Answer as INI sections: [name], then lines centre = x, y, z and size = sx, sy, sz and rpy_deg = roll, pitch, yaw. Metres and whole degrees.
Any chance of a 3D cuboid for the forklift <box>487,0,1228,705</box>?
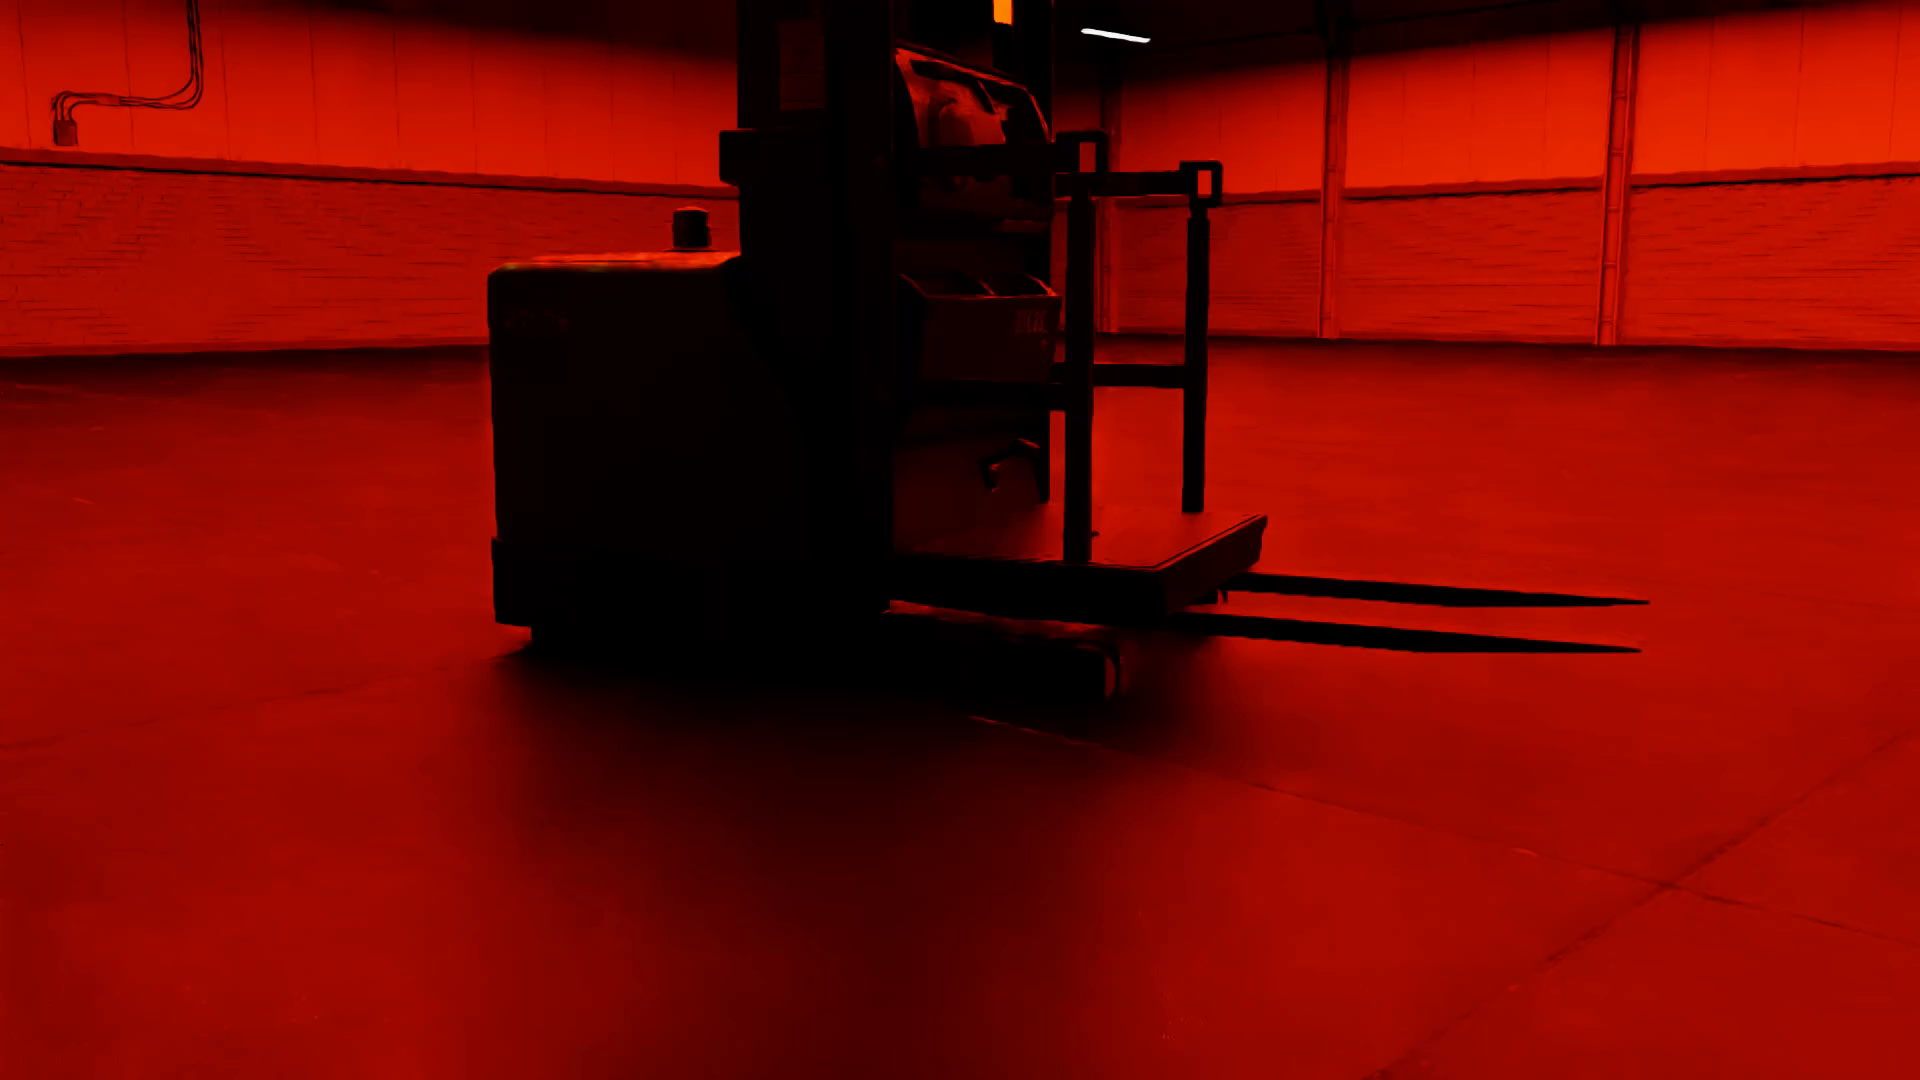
[forklift]
centre = -0.261, -1.116, 4.581
size = 1.939, 2.843, 1.129
rpy_deg = 4, 9, 24
